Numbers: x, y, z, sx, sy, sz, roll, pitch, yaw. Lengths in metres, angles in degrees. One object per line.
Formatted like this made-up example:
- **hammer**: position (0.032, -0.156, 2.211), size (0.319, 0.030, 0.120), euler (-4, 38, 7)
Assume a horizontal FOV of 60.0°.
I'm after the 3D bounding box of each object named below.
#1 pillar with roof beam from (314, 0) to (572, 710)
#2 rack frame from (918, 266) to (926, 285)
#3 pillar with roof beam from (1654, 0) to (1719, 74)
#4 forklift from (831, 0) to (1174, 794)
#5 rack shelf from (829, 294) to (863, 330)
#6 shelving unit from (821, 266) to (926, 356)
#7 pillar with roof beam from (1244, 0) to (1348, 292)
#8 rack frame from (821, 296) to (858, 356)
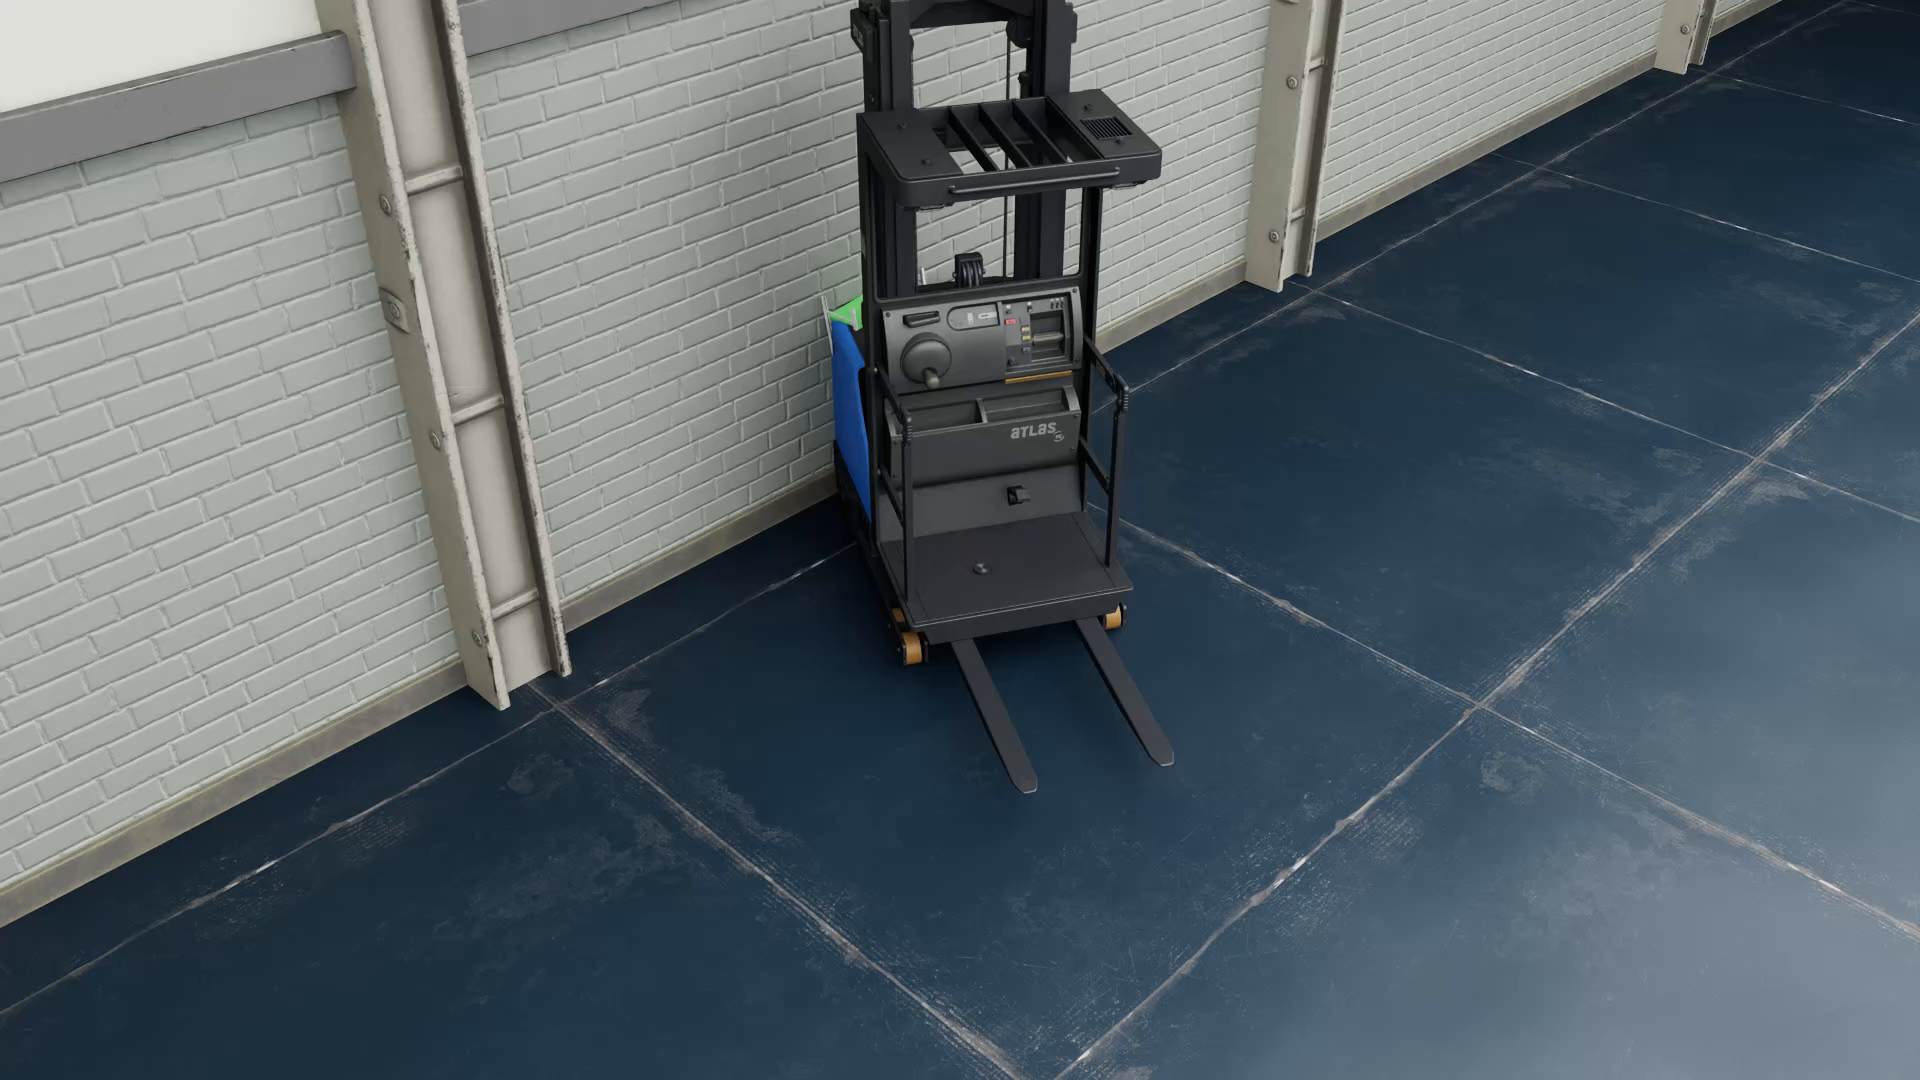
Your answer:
- **pillar with roof beam**: position (0.979, -1.315, 2.759), size (9.100, 9.000, 0.400), euler (30, 45, 35)
- **rack frame**: position (-0.209, -0.974, 8.983), size (0.240, 1.200, 0.015), euler (27, 50, 37)
- **pillar with roof beam**: position (9.434, -6.186, 9.744), size (9.100, 9.000, 0.400), euler (30, 45, 35)
- **forklift**: position (0.169, -0.859, 7.411), size (1.130, 2.935, 3.031), euler (-9, 36, -13)
- **rack shelf**: position (-0.426, -1.174, 8.601), size (0.258, 0.148, 0.480), euler (27, 50, 37)
- **shelving unit**: position (-0.377, -0.849, 8.857), size (0.258, 1.200, 0.503), euler (27, 50, 37)
- **pillar with roof beam**: position (5.207, -3.750, 6.252), size (9.100, 9.000, 0.400), euler (30, 45, 35)
- **rack frame**: position (-0.545, -0.725, 8.731), size (0.240, 1.200, 0.015), euler (27, 50, 37)
